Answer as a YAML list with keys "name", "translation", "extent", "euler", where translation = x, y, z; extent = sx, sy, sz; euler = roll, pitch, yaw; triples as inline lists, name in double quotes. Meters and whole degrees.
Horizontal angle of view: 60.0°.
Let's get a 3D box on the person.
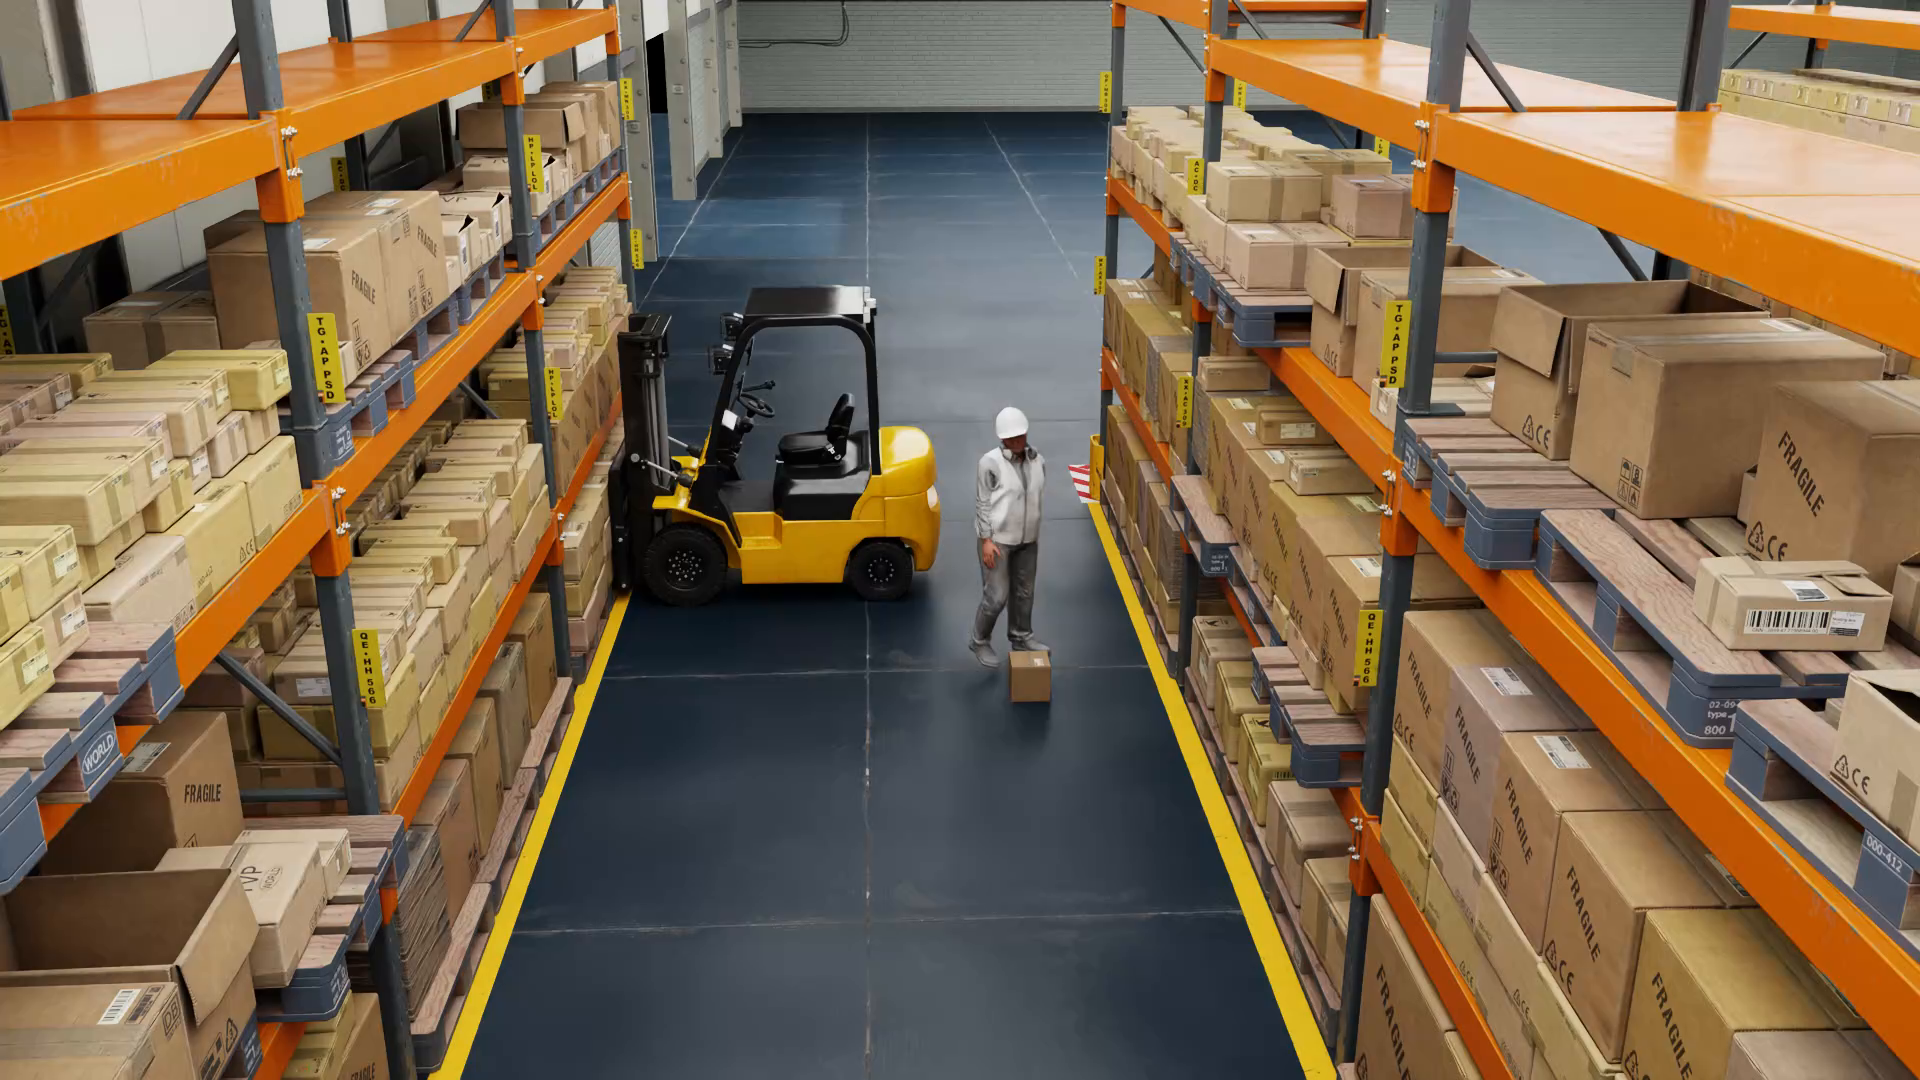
- name: "person"
  translation: [0.345, -0.016, 11.013]
  extent: [0.571, 1.777, 0.376]
  euler: [-13, 24, -31]
